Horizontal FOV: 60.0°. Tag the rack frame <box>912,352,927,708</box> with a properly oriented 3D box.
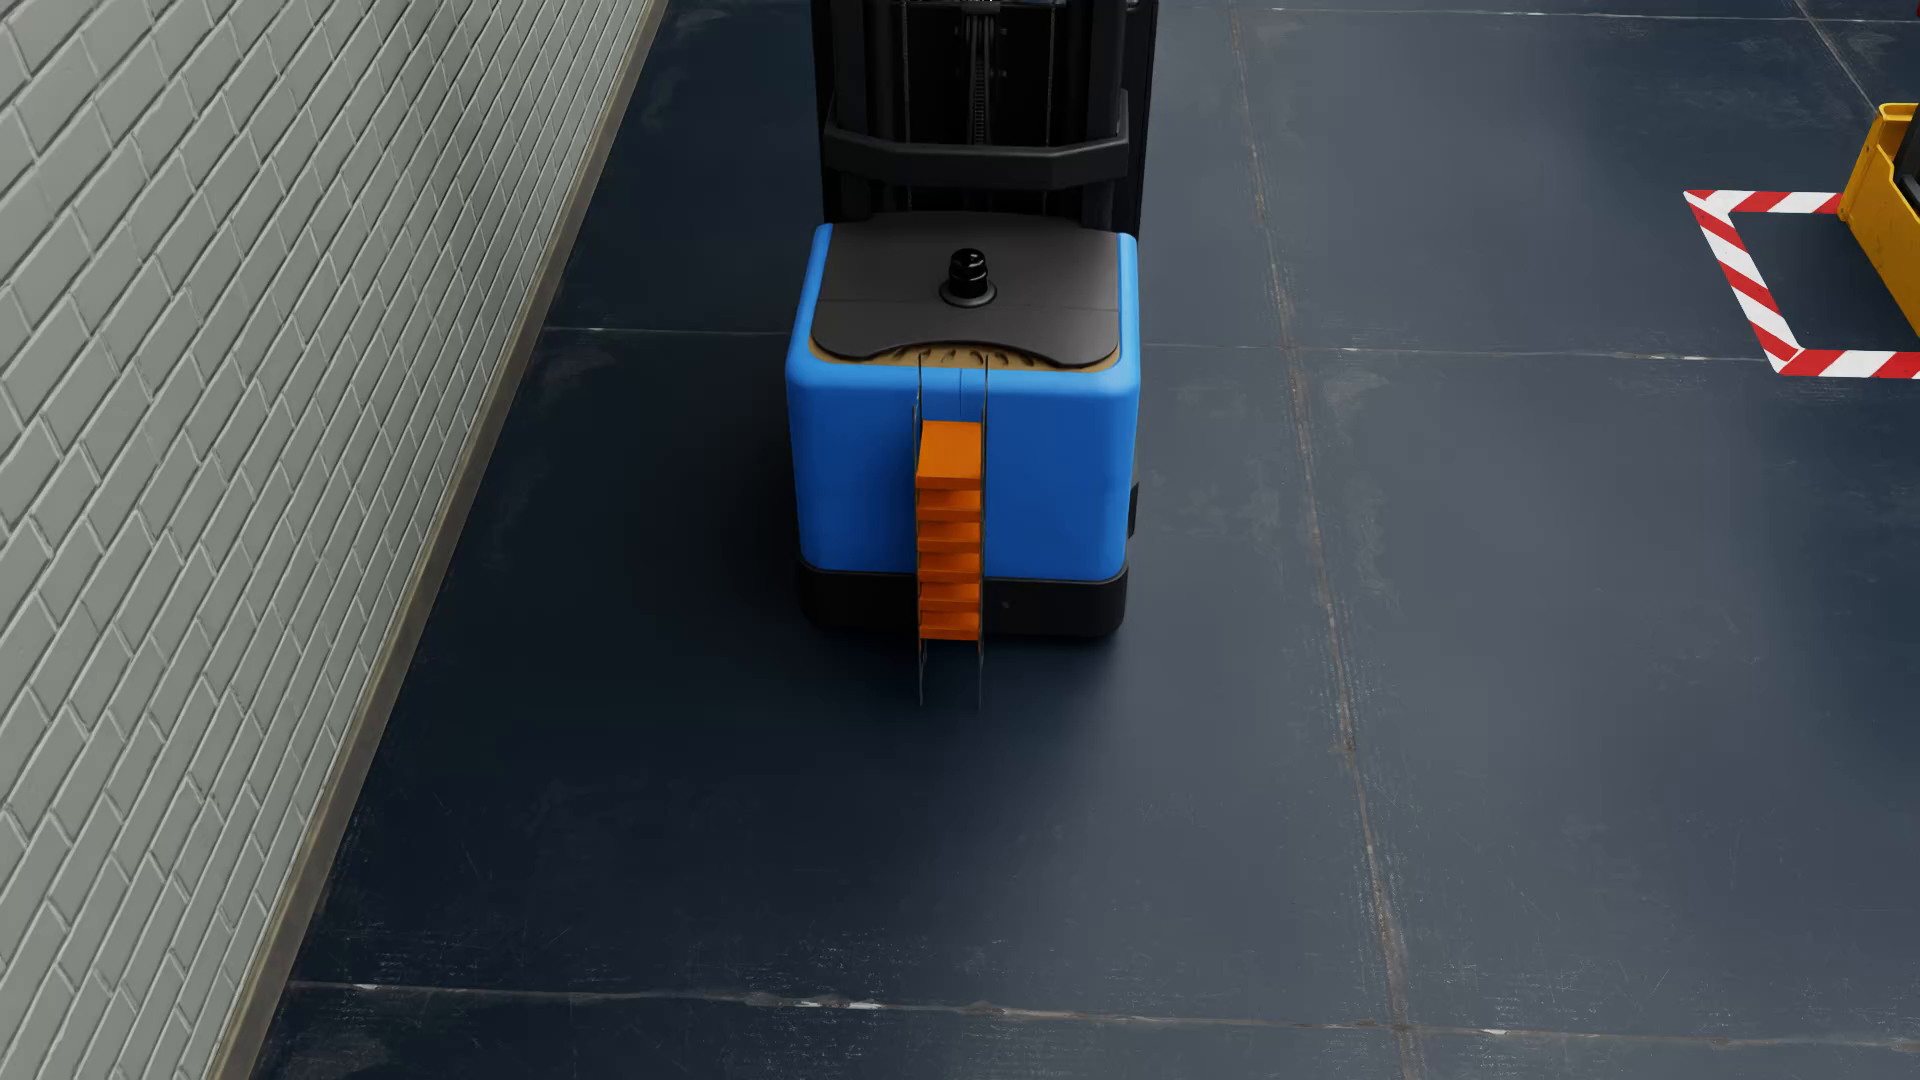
[{"bbox_3d":[-0.116,0.005,4.863,0.006,1.200,0.240,2,43,3],"label":"rack frame"}]

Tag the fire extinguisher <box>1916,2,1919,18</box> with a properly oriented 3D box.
[{"bbox_3d":[3.884,-2.323,6.374,0.183,0.674,0.296,2,43,2],"label":"fire extinguisher"}]

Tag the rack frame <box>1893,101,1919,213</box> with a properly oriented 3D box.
[{"bbox_3d":[4.014,-2.174,5.883,0.127,3.000,1.000,2,43,2],"label":"rack frame"}]

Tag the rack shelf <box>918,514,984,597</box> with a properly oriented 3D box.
[{"bbox_3d":[-0.025,0.041,4.889,0.180,0.103,0.258,2,43,3],"label":"rack shelf"}]

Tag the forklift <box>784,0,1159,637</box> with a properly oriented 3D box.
[{"bbox_3d":[0.091,-1.756,5.485,1.130,2.935,3.031,2,43,3],"label":"forklift"}]

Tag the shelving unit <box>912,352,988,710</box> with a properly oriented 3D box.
[{"bbox_3d":[-0.025,0.009,4.859,0.189,1.200,0.258,2,43,3],"label":"shelving unit"}]

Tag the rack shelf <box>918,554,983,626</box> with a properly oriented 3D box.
[{"bbox_3d":[-0.025,0.128,4.972,0.180,0.103,0.258,2,43,3],"label":"rack shelf"}]

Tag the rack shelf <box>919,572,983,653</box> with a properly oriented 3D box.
[{"bbox_3d":[-0.025,0.215,5.054,0.180,0.103,0.258,2,43,3],"label":"rack shelf"}]

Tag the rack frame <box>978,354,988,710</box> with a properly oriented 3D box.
[{"bbox_3d":[0.067,0.013,4.855,0.006,1.200,0.240,2,43,3],"label":"rack frame"}]

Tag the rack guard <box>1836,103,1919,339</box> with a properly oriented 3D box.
[{"bbox_3d":[3.989,-1.251,6.726,0.348,0.500,1.175,2,43,2],"label":"rack guard"}]

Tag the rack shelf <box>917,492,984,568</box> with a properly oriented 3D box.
[{"bbox_3d":[-0.025,-0.046,4.807,0.180,0.103,0.258,2,43,3],"label":"rack shelf"}]

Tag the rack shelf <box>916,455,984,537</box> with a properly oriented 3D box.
[{"bbox_3d":[-0.025,-0.133,4.725,0.180,0.103,0.258,2,43,3],"label":"rack shelf"}]

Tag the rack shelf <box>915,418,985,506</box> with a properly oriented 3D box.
[{"bbox_3d":[-0.025,-0.221,4.642,0.180,0.103,0.258,2,43,3],"label":"rack shelf"}]
